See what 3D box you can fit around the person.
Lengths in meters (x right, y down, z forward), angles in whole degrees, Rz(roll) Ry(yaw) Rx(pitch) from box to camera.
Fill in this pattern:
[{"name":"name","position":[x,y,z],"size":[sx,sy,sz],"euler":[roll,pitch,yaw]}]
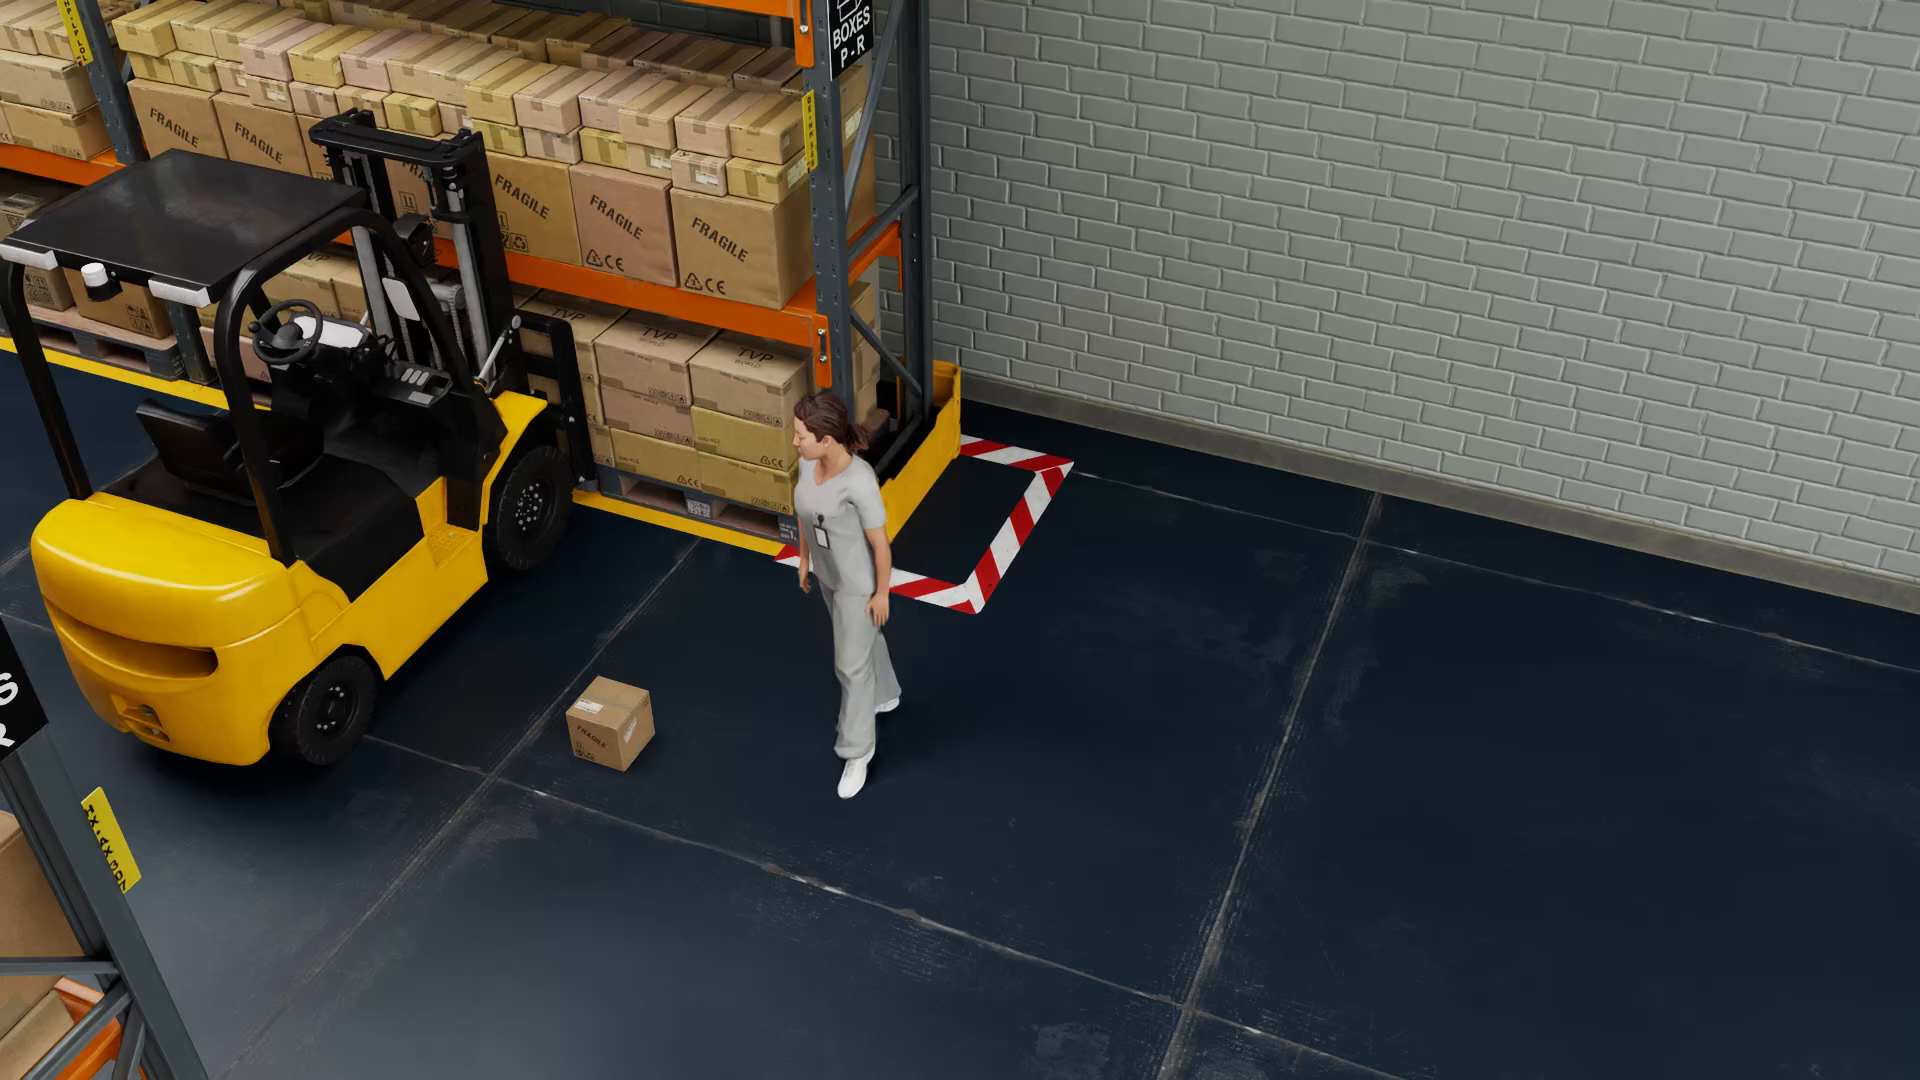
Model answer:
[{"name":"person","position":[-0.442,0.179,6.595],"size":[0.530,1.699,0.557],"euler":[-26,45,-30]}]
